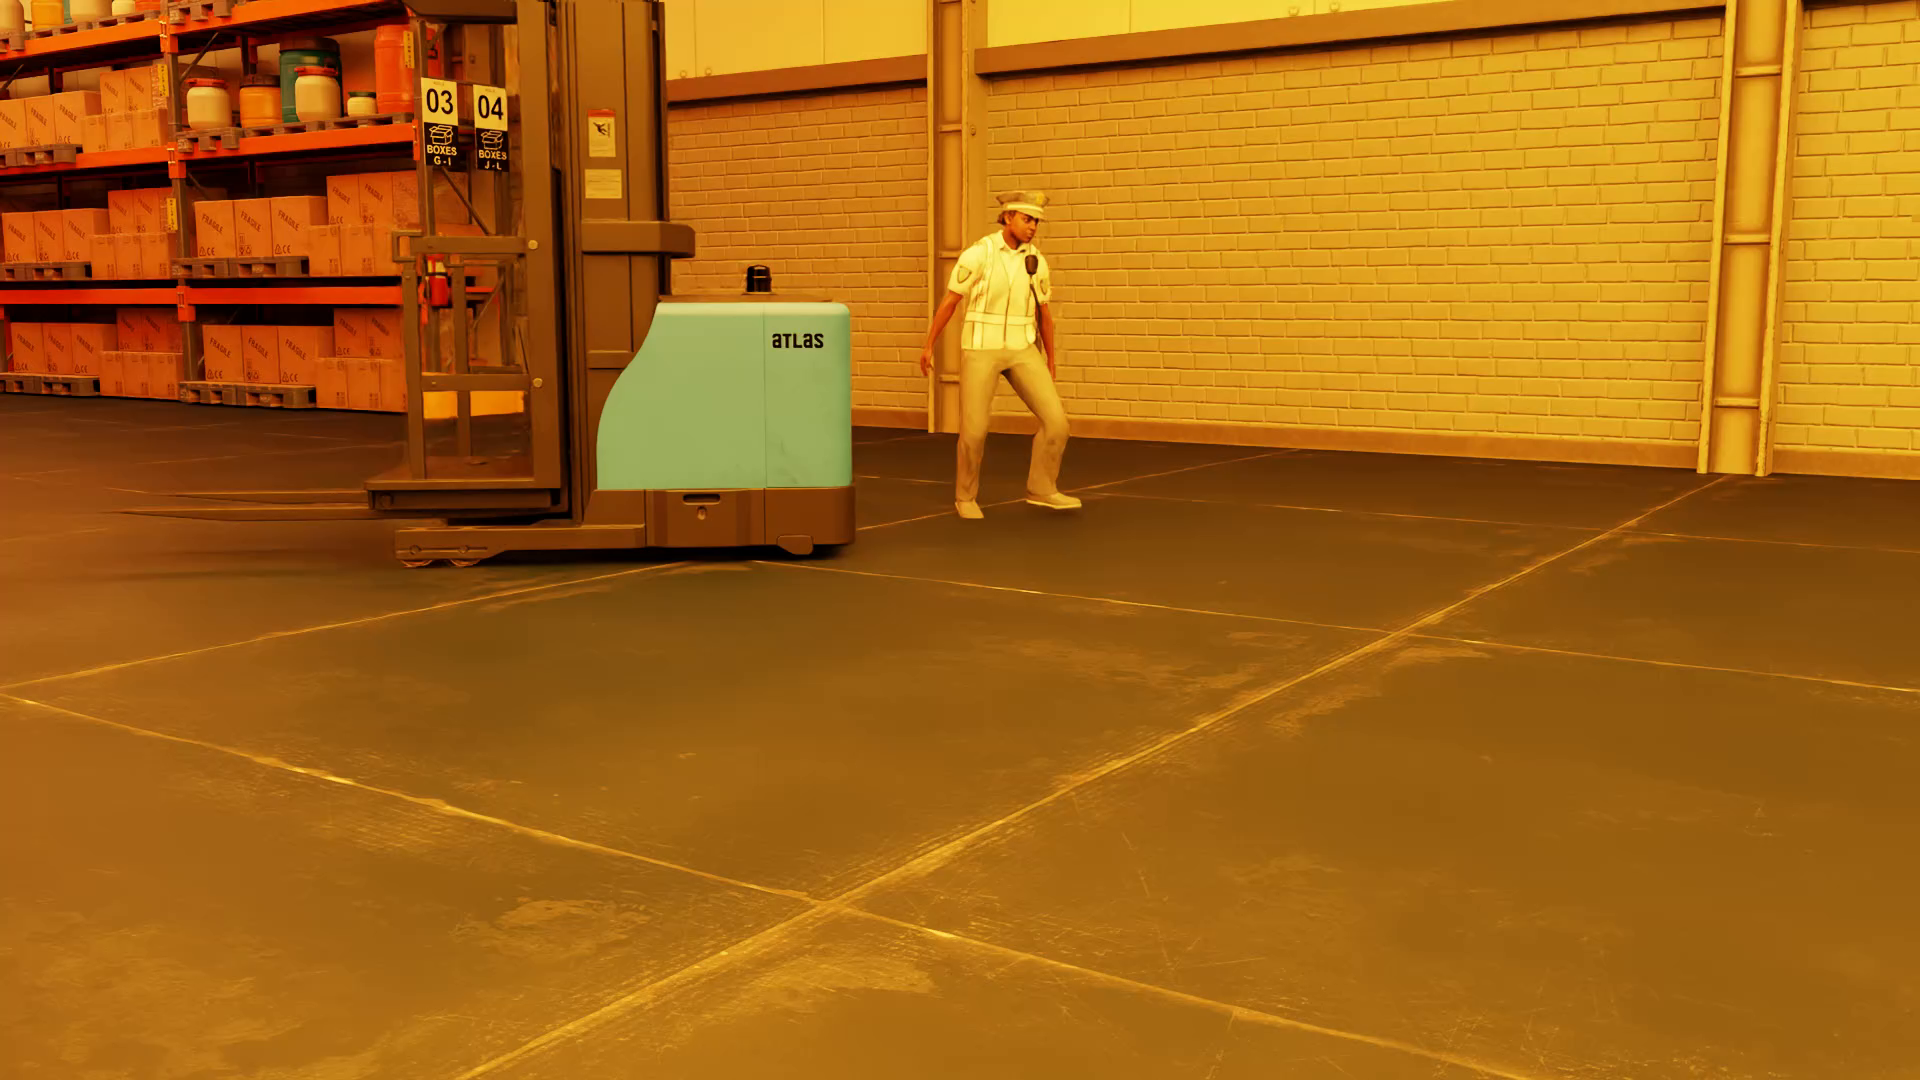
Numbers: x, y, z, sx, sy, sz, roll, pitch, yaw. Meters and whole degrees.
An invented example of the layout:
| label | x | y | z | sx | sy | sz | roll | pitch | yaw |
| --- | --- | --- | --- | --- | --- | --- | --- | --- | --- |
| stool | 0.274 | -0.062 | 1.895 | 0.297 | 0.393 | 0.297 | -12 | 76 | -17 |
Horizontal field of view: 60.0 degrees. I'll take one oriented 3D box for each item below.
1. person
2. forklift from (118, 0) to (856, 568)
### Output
| label | x | y | z | sx | sy | sz | roll | pitch | yaw |
| --- | --- | --- | --- | --- | --- | --- | --- | --- | --- |
| person | 0.205 | -0.904 | 8.347 | 0.813 | 1.648 | 0.444 | -1 | 8 | -10 |
| forklift | -1.993 | -1.415 | 7.143 | 3.031 | 2.935 | 1.130 | -1 | 8 | -6 |
